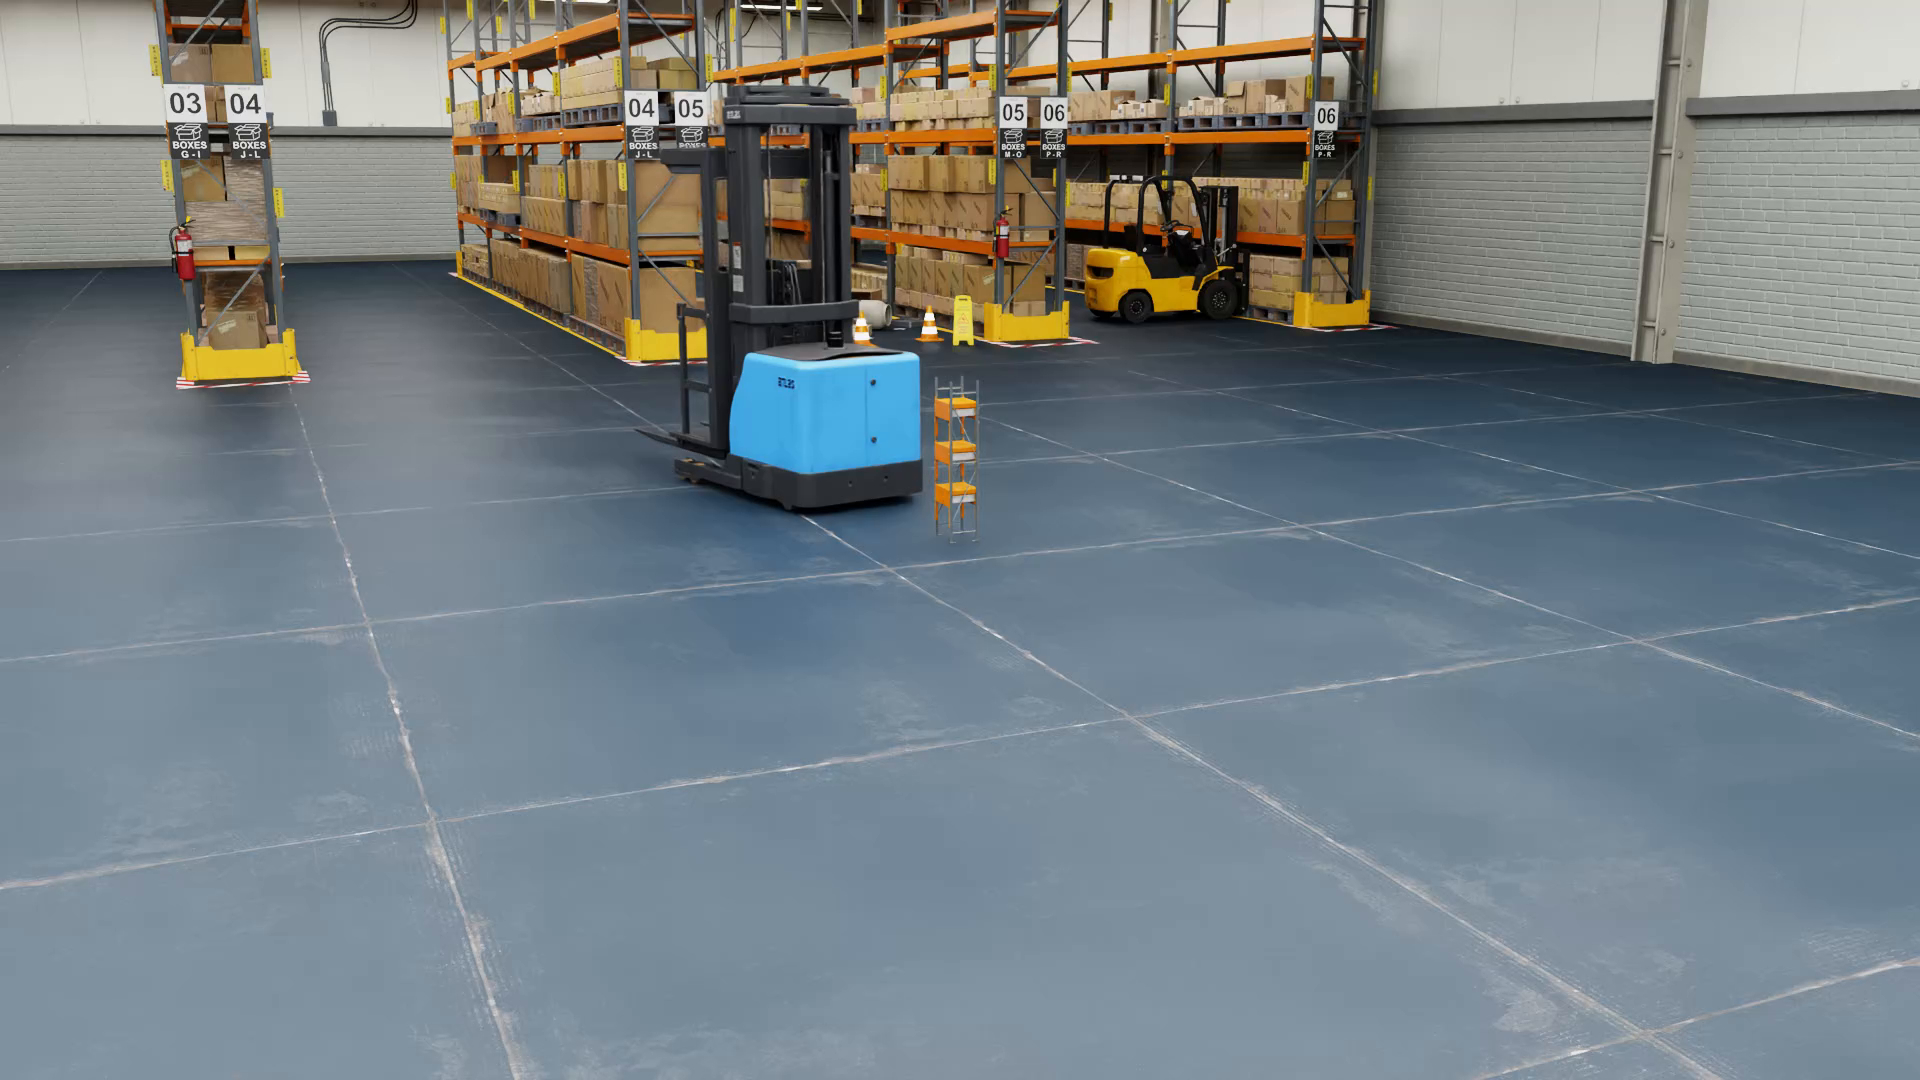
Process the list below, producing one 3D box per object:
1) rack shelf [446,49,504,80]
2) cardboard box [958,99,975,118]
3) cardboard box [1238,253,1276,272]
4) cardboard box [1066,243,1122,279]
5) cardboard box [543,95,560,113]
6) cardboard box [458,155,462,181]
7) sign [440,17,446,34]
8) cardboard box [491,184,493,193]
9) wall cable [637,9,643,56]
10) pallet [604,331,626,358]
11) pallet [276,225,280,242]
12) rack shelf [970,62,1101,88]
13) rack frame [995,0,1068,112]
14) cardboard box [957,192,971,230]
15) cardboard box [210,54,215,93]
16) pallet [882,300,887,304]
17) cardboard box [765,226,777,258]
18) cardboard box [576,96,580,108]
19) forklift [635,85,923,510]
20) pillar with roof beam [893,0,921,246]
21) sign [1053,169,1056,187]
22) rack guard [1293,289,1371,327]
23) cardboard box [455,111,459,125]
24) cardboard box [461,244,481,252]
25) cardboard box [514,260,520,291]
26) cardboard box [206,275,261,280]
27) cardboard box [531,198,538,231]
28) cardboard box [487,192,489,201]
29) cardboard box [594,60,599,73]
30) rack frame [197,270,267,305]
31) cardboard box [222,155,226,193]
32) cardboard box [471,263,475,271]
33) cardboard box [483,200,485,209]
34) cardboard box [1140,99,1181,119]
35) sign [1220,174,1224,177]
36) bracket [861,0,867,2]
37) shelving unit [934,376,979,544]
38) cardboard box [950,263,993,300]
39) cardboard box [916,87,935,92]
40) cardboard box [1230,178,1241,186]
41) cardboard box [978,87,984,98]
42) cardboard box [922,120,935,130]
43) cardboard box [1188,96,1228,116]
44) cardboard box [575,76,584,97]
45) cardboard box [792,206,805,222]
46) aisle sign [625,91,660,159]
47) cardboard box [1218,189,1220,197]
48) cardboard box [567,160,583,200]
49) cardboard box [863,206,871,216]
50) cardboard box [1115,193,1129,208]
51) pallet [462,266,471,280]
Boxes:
[{"bbox_3d":[-9.159,-9.200,32.264,1.077,0.370,4.000,-6,14,-23],"label":"rack shelf"},{"bbox_3d":[0.304,-5.924,22.835,0.500,0.250,0.500,-6,14,-24],"label":"cardboard box"},{"bbox_3d":[4.599,-4.281,25.664,0.500,0.250,0.500,-5,14,-22],"label":"cardboard box"},{"bbox_3d":[2.523,-5.224,31.124,0.875,0.625,0.625,-5,14,-21],"label":"cardboard box"},{"bbox_3d":[-5.850,-6.440,24.569,0.500,0.250,0.500,-6,14,-23],"label":"cardboard box"},{"bbox_3d":[-9.816,-7.502,33.535,0.500,0.500,0.500,-5,14,-21],"label":"cardboard box"},{"bbox_3d":[-10.458,-10.409,33.642,0.100,0.325,0.005,-6,14,-23],"label":"sign"},{"bbox_3d":[-7.992,-6.142,29.063,0.380,0.149,0.250,-5,14,-21],"label":"cardboard box"},{"bbox_3d":[-8.002,-11.583,40.958,0.463,3.000,0.029,-6,14,-23],"label":"wall cable"},{"bbox_3d":[-3.943,-2.536,21.359,1.003,0.211,1.213,-6,14,-23],"label":"pallet"},{"bbox_3d":[-9.911,-4.213,22.848,1.003,0.211,1.213,-6,14,-23],"label":"pallet"},{"bbox_3d":[1.485,-9.097,32.701,1.077,0.370,4.000,-6,14,-23],"label":"rack shelf"},{"bbox_3d":[0.944,-7.127,21.707,1.000,3.000,0.127,-6,14,-23],"label":"rack frame"},{"bbox_3d":[0.278,-4.589,23.165,0.500,0.500,0.500,-6,14,-23],"label":"cardboard box"},{"bbox_3d":[-9.325,-5.964,21.345,0.500,0.500,0.500,-6,14,-25],"label":"cardboard box"},{"bbox_3d":[-0.972,-3.833,26.963,1.003,0.211,1.213,-6,14,-23],"label":"pallet"},{"bbox_3d":[-3.541,-5.732,32.766,0.875,0.875,0.875,-5,14,-21],"label":"cardboard box"},{"bbox_3d":[-4.910,-5.839,22.199,0.380,0.149,0.250,-6,14,-24],"label":"cardboard box"},{"bbox_3d":[-1.553,-1.914,12.638,1.130,2.935,3.031,-10,16,-36],"label":"forklift"},{"bbox_3d":[-5.118,-11.132,39.009,9.100,9.000,0.548,-6,14,-23],"label":"pillar with roof beam"},{"bbox_3d":[1.792,-6.781,31.124,0.100,0.325,0.005,-6,14,-23],"label":"sign"},{"bbox_3d":[5.500,-3.431,24.585,1.175,0.500,0.348,-6,14,-23],"label":"rack guard"},{"bbox_3d":[-9.813,-8.452,33.308,0.500,0.250,0.500,-6,14,-24],"label":"cardboard box"},{"bbox_3d":[-10.062,-6.009,34.251,0.380,0.149,0.250,-6,14,-26],"label":"cardboard box"},{"bbox_3d":[-7.259,-4.488,28.223,0.500,0.500,0.500,-6,14,-23],"label":"cardboard box"},{"bbox_3d":[-10.587,-3.592,24.306,0.700,0.500,0.500,-4,14,-18],"label":"cardboard box"},{"bbox_3d":[-6.415,-5.112,26.083,0.500,0.500,0.500,-6,14,-23],"label":"cardboard box"},{"bbox_3d":[-8.198,-6.104,29.557,0.380,0.149,0.250,-5,14,-21],"label":"cardboard box"},{"bbox_3d":[-4.402,-5.966,20.978,0.380,0.149,0.250,-6,14,-23],"label":"cardboard box"},{"bbox_3d":[-11.341,-4.962,25.658,1.000,3.000,0.127,-6,14,-23],"label":"rack frame"},{"bbox_3d":[-9.306,-4.748,21.635,0.500,0.500,0.500,-6,14,-23],"label":"cardboard box"},{"bbox_3d":[-9.547,-5.457,33.187,0.380,0.149,0.250,-6,14,-26],"label":"cardboard box"},{"bbox_3d":[-8.409,-6.066,30.054,0.380,0.149,0.250,-6,14,-23],"label":"cardboard box"},{"bbox_3d":[3.375,-7.279,28.059,0.500,0.311,0.500,-6,14,-25],"label":"cardboard box"},{"bbox_3d":[4.396,-5.991,28.006,0.100,0.325,0.005,-6,14,-23],"label":"sign"},{"bbox_3d":[-2.784,-13.905,43.009,0.076,0.066,5.218,-6,14,-23],"label":"bracket"},{"bbox_3d":[-0.021,-0.523,10.799,0.215,1.050,0.252,-6,14,-23],"label":"shelving unit"},{"bbox_3d":[0.172,-3.684,23.640,0.500,0.500,0.500,-5,14,-21],"label":"cardboard box"},{"bbox_3d":[-0.734,-7.126,26.648,0.500,0.250,0.500,-6,14,-24],"label":"cardboard box"},{"bbox_3d":[4.449,-5.588,26.042,0.380,0.149,0.250,-6,14,-23],"label":"cardboard box"},{"bbox_3d":[0.470,-6.032,22.416,0.380,0.149,0.250,-5,14,-22],"label":"cardboard box"},{"bbox_3d":[-0.322,-6.009,24.085,0.380,0.149,0.250,-6,14,-24],"label":"cardboard box"},{"bbox_3d":[3.998,-6.957,26.670,0.500,0.311,0.500,-5,14,-22],"label":"cardboard box"},{"bbox_3d":[-4.808,-6.015,22.073,0.500,0.250,0.500,-6,14,-24],"label":"cardboard box"},{"bbox_3d":[-2.701,-5.865,29.892,0.500,0.250,0.500,-6,14,-25],"label":"cardboard box"},{"bbox_3d":[-3.798,-4.961,19.888,0.394,0.787,0.004,-6,14,-23],"label":"aisle sign"},{"bbox_3d":[4.261,-5.488,26.269,0.380,0.149,0.250,-6,14,-25],"label":"cardboard box"},{"bbox_3d":[-5.037,-5.083,23.451,0.875,0.550,0.550,-6,14,-23],"label":"cardboard box"},{"bbox_3d":[-1.343,-5.301,26.745,0.380,0.149,0.250,-6,14,-24],"label":"cardboard box"},{"bbox_3d":[3.045,-5.941,29.109,0.500,0.250,0.500,-5,14,-22],"label":"cardboard box"},{"bbox_3d":[-9.637,-5.497,34.152,1.003,0.211,1.213,-6,14,-23],"label":"pallet"}]
